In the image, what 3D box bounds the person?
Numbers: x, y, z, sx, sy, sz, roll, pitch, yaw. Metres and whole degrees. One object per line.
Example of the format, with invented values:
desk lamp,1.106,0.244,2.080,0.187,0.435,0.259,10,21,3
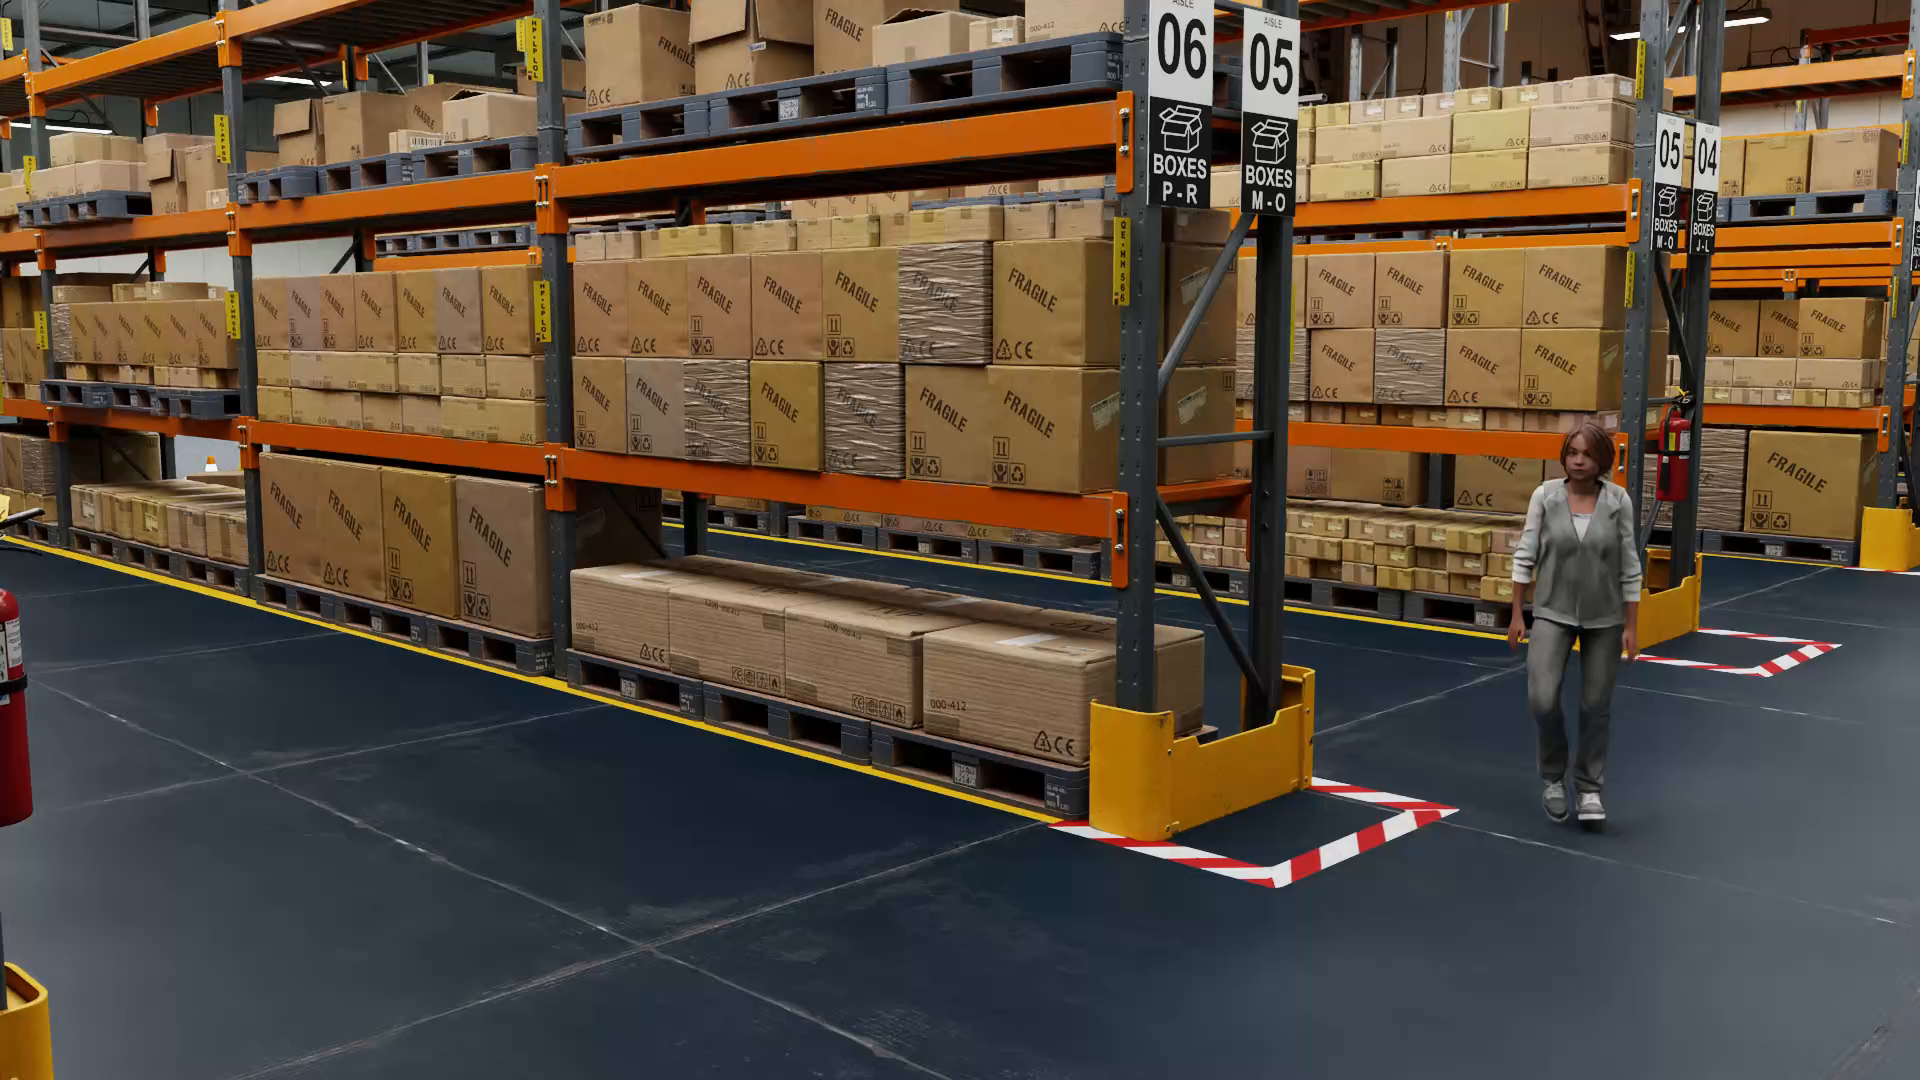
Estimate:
person,2.386,0.326,6.472,0.476,1.583,0.443,2,8,18
